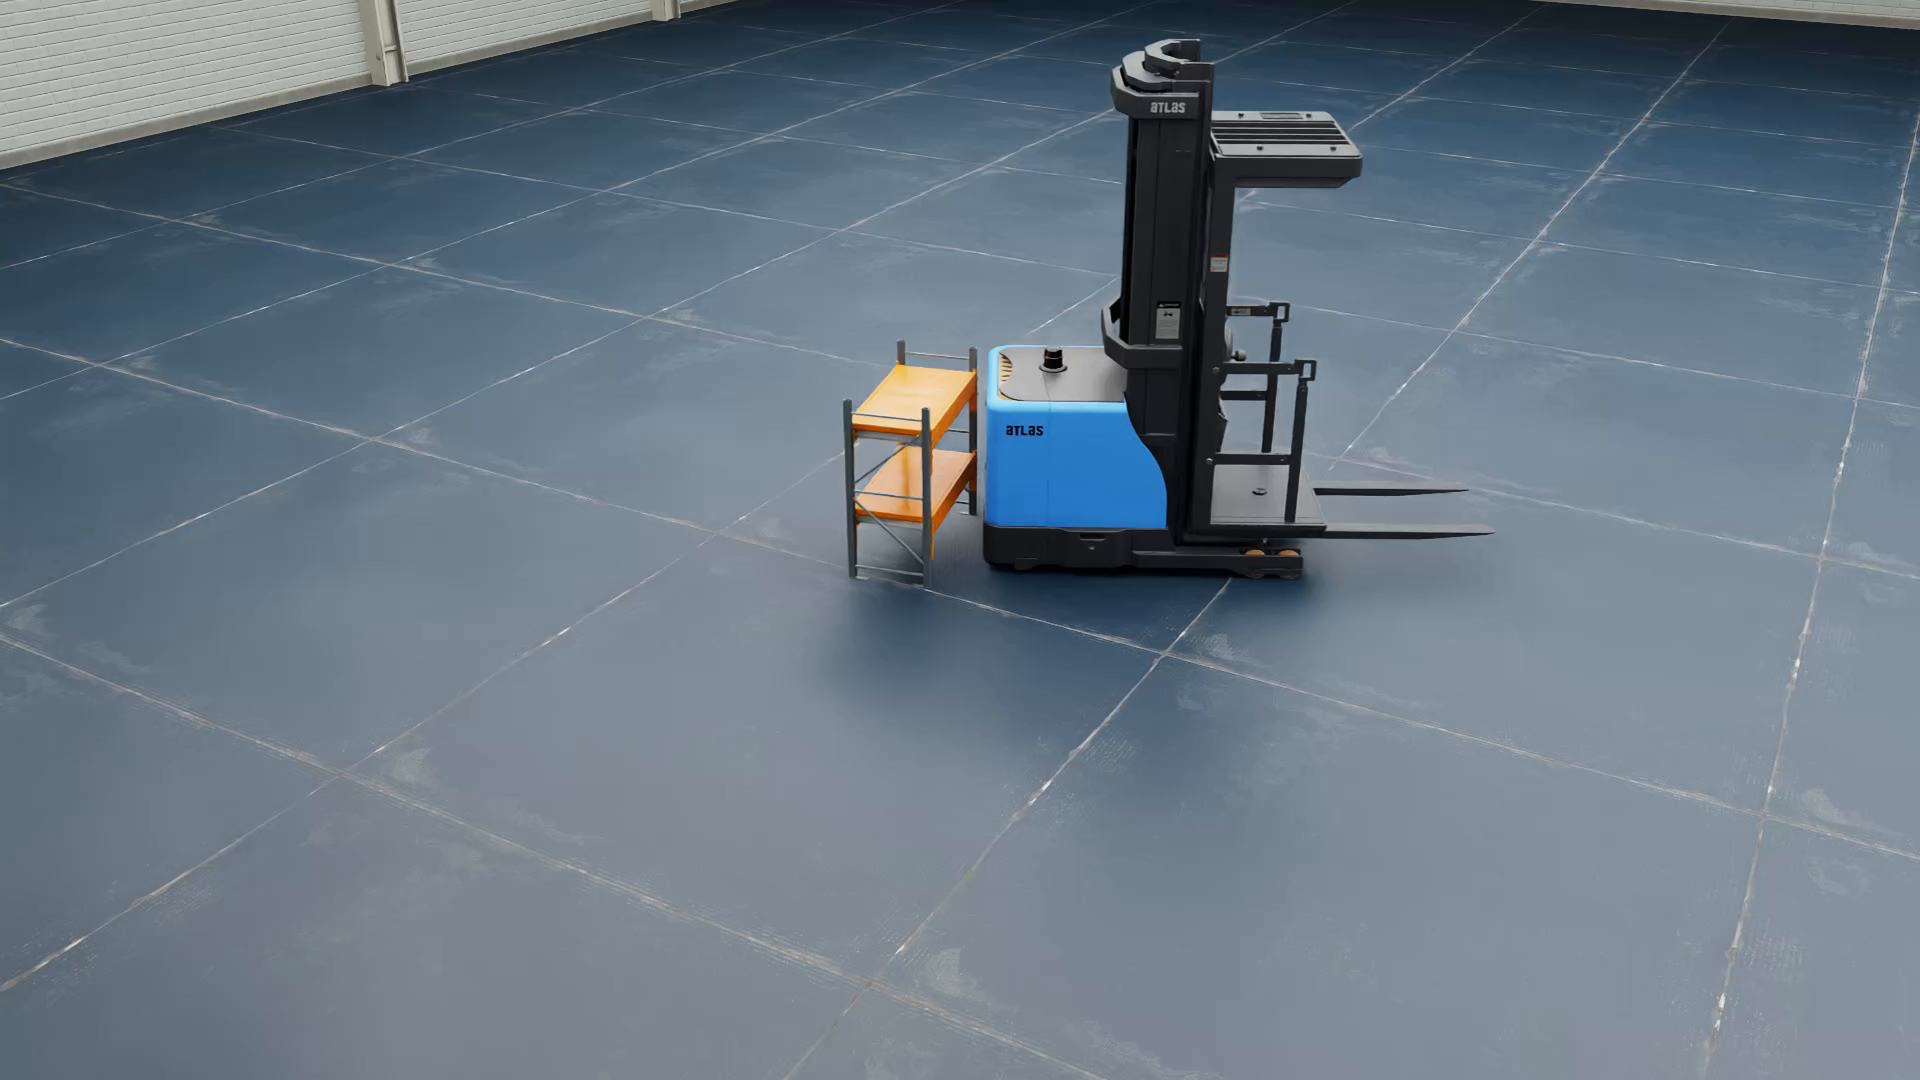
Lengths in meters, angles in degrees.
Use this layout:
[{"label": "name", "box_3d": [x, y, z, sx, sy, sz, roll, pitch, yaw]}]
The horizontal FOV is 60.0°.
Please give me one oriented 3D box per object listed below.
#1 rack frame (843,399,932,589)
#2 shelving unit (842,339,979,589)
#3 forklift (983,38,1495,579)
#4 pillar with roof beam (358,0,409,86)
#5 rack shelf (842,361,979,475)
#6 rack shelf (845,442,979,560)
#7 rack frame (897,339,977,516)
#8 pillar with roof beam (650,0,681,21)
[{"label": "rack frame", "box_3d": [-0.410, -0.253, 9.498, 0.500, 1.125, 0.032, 7, 27, 14]}, {"label": "shelving unit", "box_3d": [-0.274, -0.472, 9.937, 0.538, 1.125, 1.048, 7, 27, 14]}, {"label": "forklift", "box_3d": [1.664, -1.324, 9.620, 3.031, 2.935, 1.130, 1, 27, 1]}, {"label": "pillar with roof beam", "box_3d": [-4.051, -9.336, 18.848, 9.100, 9.000, 0.400, 14, 30, 26]}, {"label": "rack shelf", "box_3d": [-0.274, -0.734, 9.806, 0.538, 0.278, 1.000, 7, 27, 14]}, {"label": "rack shelf", "box_3d": [-0.274, -0.253, 10.046, 0.538, 0.278, 1.000, 7, 27, 14]}, {"label": "rack frame", "box_3d": [-0.139, -0.691, 10.375, 0.500, 1.125, 0.032, 7, 27, 14]}, {"label": "pillar with roof beam", "box_3d": [-1.100, -11.674, 23.519, 9.100, 9.000, 0.400, 14, 30, 26]}]
